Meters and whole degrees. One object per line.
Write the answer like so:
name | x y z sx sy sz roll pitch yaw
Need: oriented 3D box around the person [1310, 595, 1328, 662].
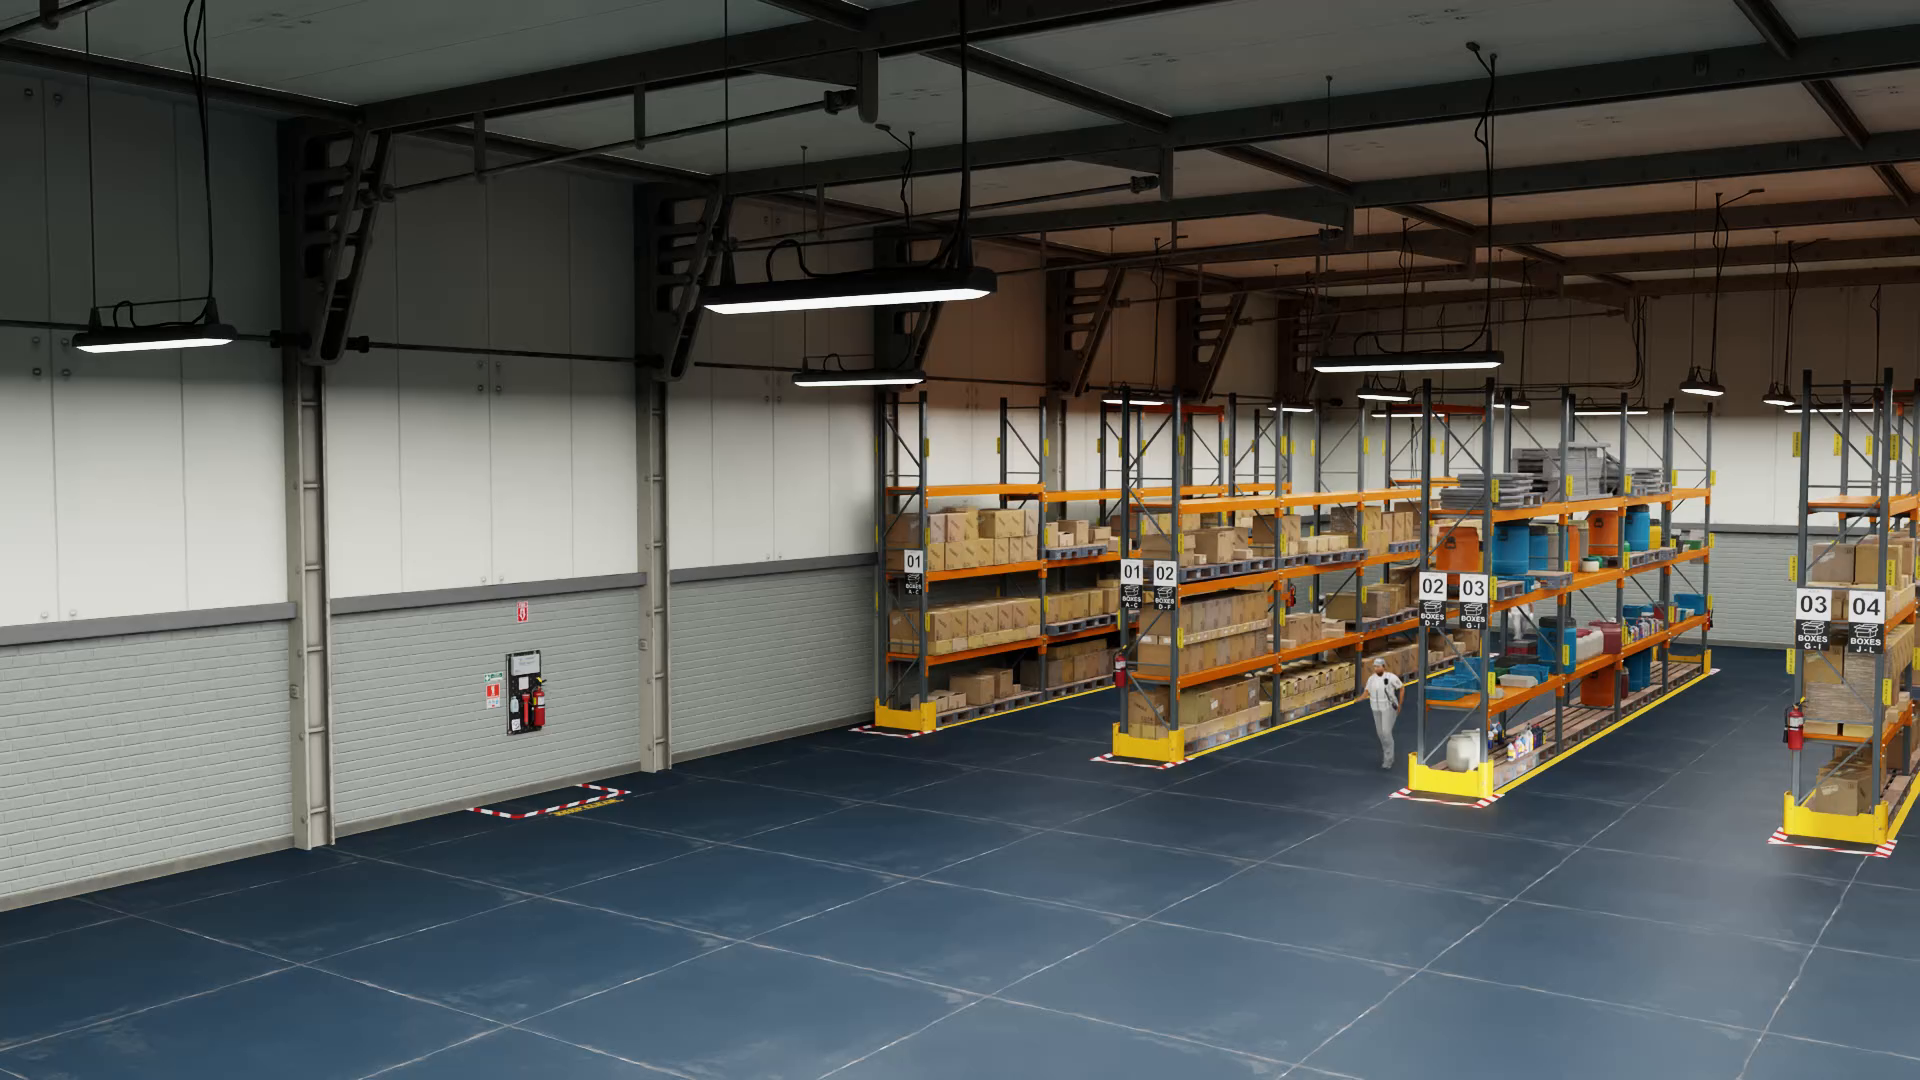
person | 8.090 2.097 37.362 0.512 1.724 0.356 2 4 28

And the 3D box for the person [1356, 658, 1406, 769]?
person | 6.663 2.718 26.285 0.797 1.694 0.611 -3 4 -43

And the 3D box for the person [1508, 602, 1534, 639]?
person | 13.856 1.834 41.038 0.550 1.715 1.105 0 3 4
